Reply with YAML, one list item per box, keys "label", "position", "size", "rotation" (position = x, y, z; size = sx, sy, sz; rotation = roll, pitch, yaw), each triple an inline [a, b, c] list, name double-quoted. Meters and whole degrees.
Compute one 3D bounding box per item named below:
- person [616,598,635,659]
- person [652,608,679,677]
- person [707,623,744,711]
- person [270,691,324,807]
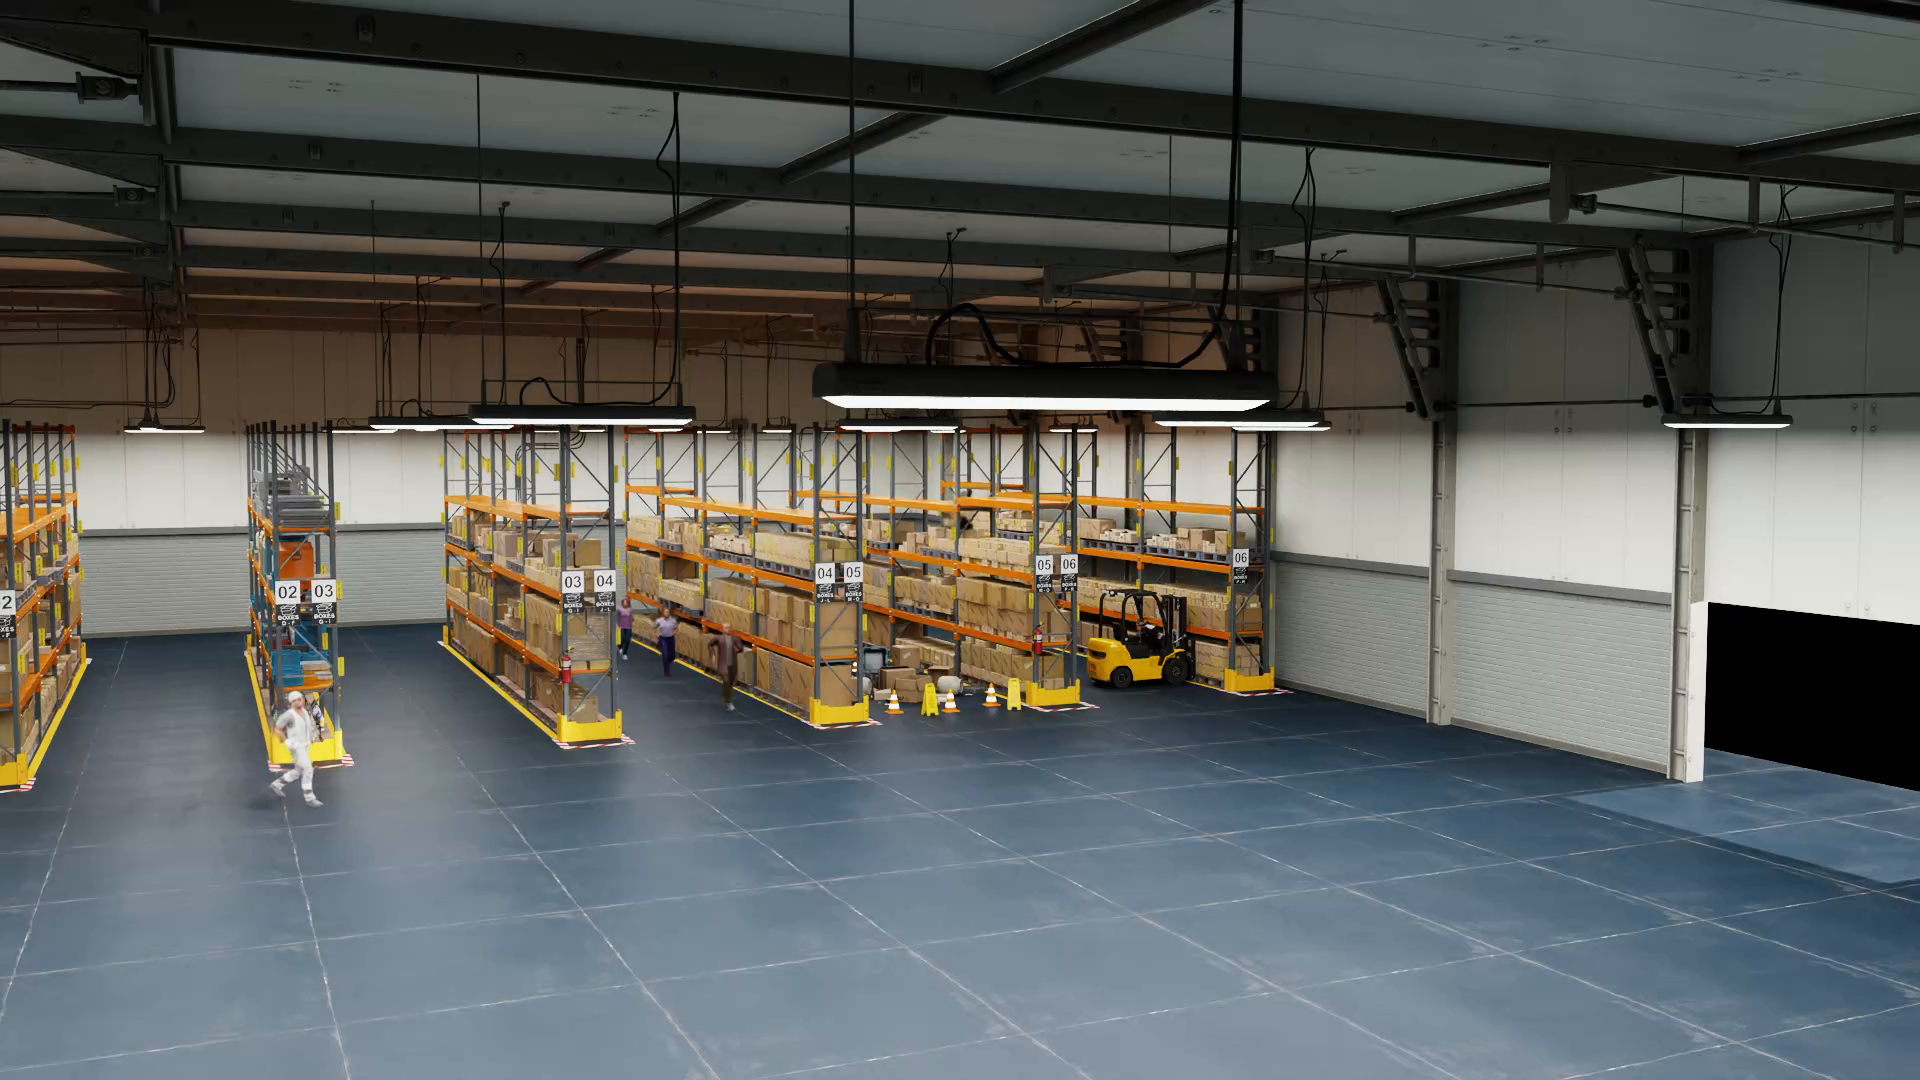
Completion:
- label: "person"
  position: [-8.581, 2.281, 42.607]
  size: [0.528, 1.562, 0.544]
  rotation: [-2, 4, -26]
- label: "person"
  position: [-7.014, 2.428, 39.700]
  size: [0.619, 1.618, 0.862]
  rotation: [-2, 4, -26]
- label: "person"
  position: [-4.886, 2.623, 34.902]
  size: [0.695, 1.783, 1.043]
  rotation: [-2, 4, -29]
- label: "person"
  position: [-10.279, 3.225, 25.759]
  size: [0.881, 1.788, 0.643]
  rotation: [1, 4, 9]
